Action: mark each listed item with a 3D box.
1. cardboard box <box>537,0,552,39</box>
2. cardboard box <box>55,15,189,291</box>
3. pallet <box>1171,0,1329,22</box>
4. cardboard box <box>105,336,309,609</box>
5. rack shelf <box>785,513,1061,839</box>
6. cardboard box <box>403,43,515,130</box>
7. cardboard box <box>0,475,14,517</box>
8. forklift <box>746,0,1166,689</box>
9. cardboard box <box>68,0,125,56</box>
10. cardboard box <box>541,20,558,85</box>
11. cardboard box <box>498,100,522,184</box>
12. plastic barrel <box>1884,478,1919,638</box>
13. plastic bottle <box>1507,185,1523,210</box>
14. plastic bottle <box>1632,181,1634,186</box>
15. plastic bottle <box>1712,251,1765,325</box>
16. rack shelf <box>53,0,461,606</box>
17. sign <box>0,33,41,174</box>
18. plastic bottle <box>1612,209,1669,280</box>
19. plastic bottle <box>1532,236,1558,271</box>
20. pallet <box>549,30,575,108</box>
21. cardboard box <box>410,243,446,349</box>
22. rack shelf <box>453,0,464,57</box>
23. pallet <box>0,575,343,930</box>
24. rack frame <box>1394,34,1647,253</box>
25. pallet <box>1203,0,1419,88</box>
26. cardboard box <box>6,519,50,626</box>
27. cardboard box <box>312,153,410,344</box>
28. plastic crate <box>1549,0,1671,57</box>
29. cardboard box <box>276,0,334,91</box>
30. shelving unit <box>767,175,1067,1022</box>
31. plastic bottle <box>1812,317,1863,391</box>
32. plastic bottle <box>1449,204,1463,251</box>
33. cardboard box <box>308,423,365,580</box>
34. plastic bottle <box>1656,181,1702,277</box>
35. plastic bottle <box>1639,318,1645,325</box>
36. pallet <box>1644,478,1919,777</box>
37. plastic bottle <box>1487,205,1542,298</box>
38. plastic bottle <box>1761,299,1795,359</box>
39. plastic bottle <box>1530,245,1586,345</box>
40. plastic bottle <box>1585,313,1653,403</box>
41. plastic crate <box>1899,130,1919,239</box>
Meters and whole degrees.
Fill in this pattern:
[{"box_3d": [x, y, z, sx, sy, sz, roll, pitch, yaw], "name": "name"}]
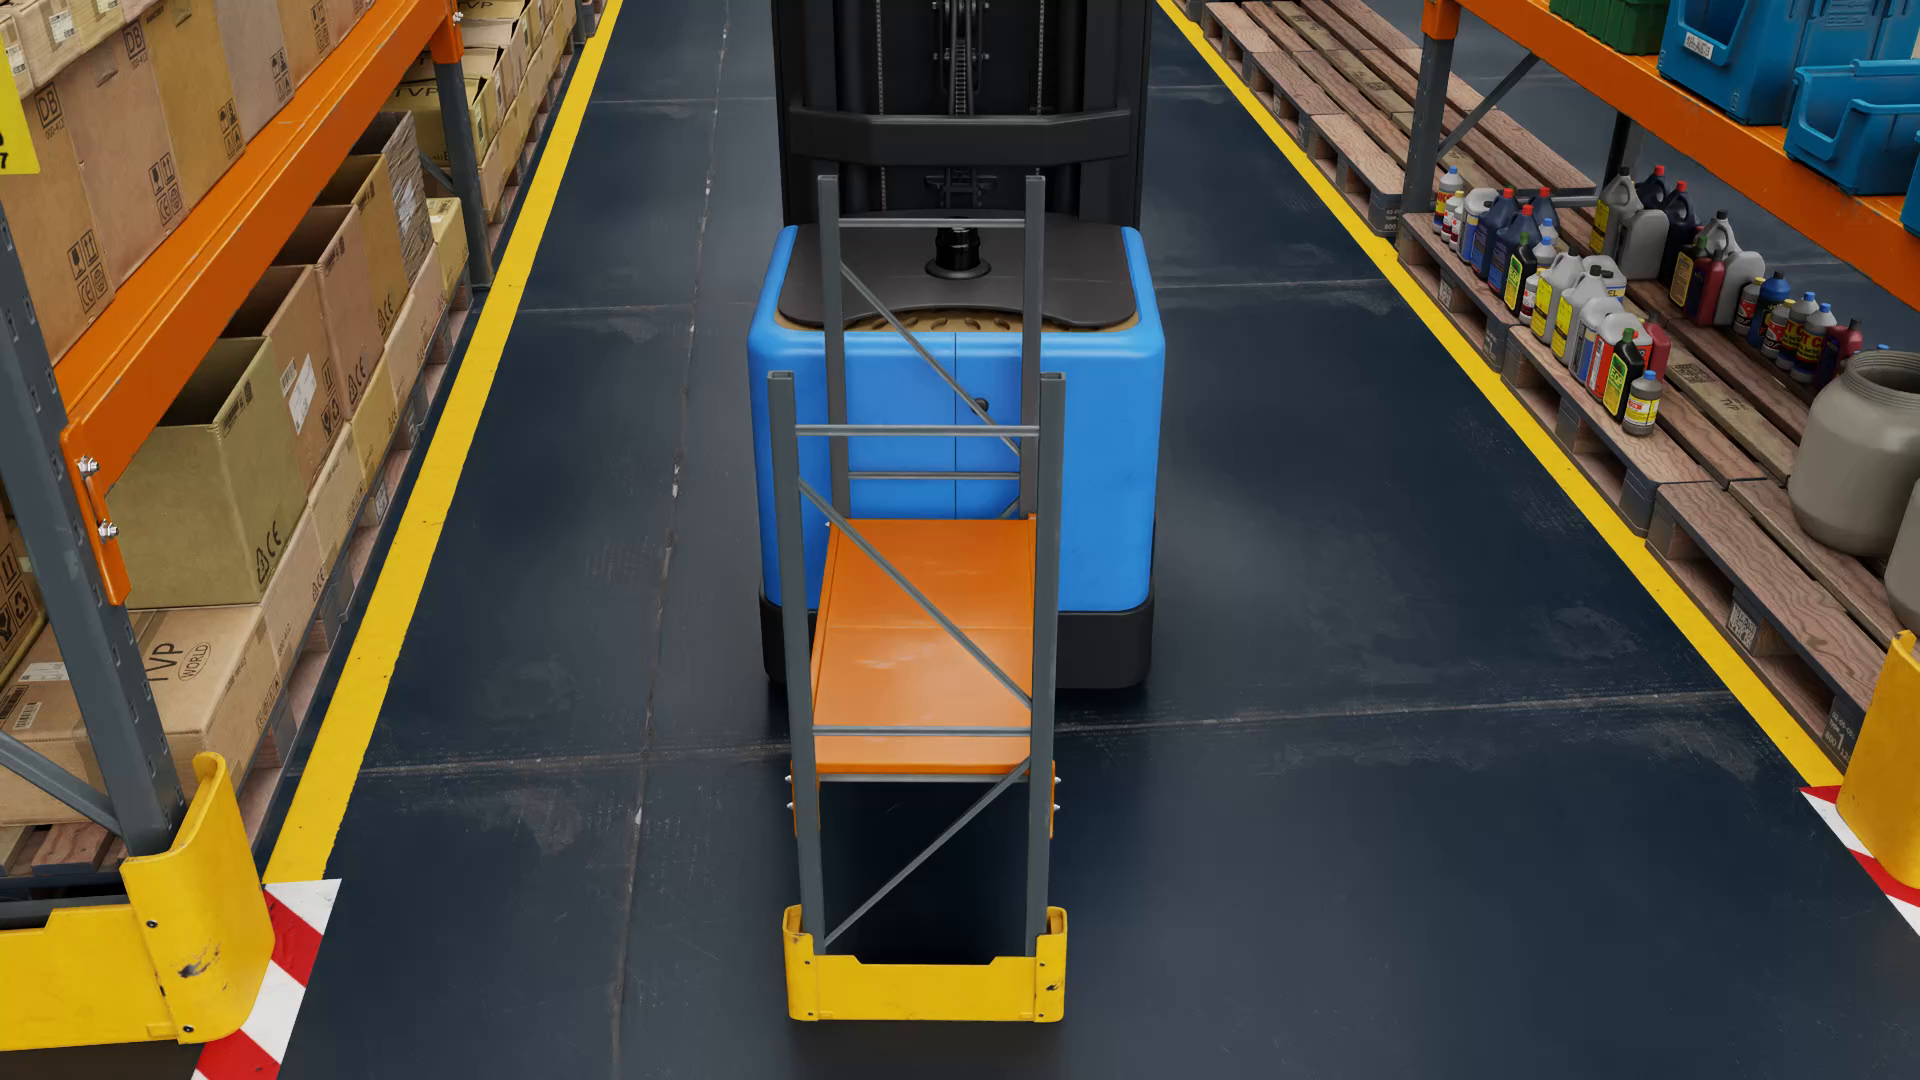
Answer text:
[{"box_3d": [-2.466, -2.857, 8.834, 0.500, 0.311, 0.500, -3, 31, -5], "name": "cardboard box"}, {"box_3d": [-2.197, -0.861, 3.668, 0.700, 0.500, 0.500, -2, 31, -3], "name": "cardboard box"}, {"box_3d": [1.957, -3.834, 11.463, 1.003, 0.211, 1.213, -3, 31, -5], "name": "pallet"}, {"box_3d": [-1.989, -0.172, 4.154, 0.500, 0.500, 0.500, -3, 31, -5], "name": "cardboard box"}, {"box_3d": [-0.068, 0.262, 3.700, 0.538, 0.185, 1.000, 0, 31, 0], "name": "rack shelf"}, {"box_3d": [-2.318, -2.072, 7.519, 0.500, 0.311, 0.500, -3, 31, -5], "name": "cardboard box"}, {"box_3d": [-2.567, -0.402, 4.538, 0.500, 0.500, 0.500, -3, 31, -5], "name": "cardboard box"}, {"box_3d": [0.008, -1.577, 5.033, 1.130, 2.935, 3.031, 0, 31, 1], "name": "forklift"}, {"box_3d": [-1.984, -1.105, 3.445, 0.380, 0.149, 0.250, -3, 31, -4], "name": "cardboard box"}, {"box_3d": [-2.472, -2.618, 8.980, 0.500, 0.250, 0.500, -2, 31, -3], "name": "cardboard box"}, {"box_3d": [-2.323, -1.832, 7.663, 0.500, 0.250, 0.500, -2, 31, -3], "name": "cardboard box"}, {"box_3d": [2.682, 0.009, 4.326, 0.421, 0.512, 0.421, 0, 31, 0], "name": "plastic barrel"}, {"box_3d": [2.203, -1.269, 6.670, 0.061, 0.283, 0.133, -3, 31, -5], "name": "plastic bottle"}, {"box_3d": [2.790, -1.406, 6.978, 0.097, 0.201, 0.097, 0, 31, 0], "name": "plastic bottle"}, {"box_3d": [2.853, -0.947, 6.137, 0.152, 0.276, 0.135, -2, 31, -4], "name": "plastic bottle"}, {"box_3d": [-2.299, -1.023, 4.739, 1.077, 0.370, 4.000, -3, 31, -5], "name": "rack shelf"}, {"box_3d": [-1.559, -0.740, 2.642, 0.100, 0.325, 0.005, -3, 31, -5], "name": "sign"}, {"box_3d": [2.666, -1.175, 6.519, 0.152, 0.276, 0.135, -3, 31, -5], "name": "plastic bottle"}, {"box_3d": [2.177, -1.004, 6.238, 0.097, 0.271, 0.097, 0, 31, 0], "name": "plastic bottle"}, {"box_3d": [-2.822, -2.776, 9.692, 1.003, 0.211, 1.213, -3, 31, -5], "name": "pallet"}, {"box_3d": [-2.188, -0.871, 6.055, 0.500, 0.250, 0.500, -3, 31, -5], "name": "cardboard box"}, {"box_3d": [-2.673, -3.065, 8.158, 1.077, 0.370, 4.000, -3, 31, -5], "name": "rack shelf"}, {"box_3d": [-2.225, 0.498, 4.211, 1.003, 0.211, 1.213, -3, 31, -5], "name": "pallet"}, {"box_3d": [2.446, -2.588, 6.658, 1.000, 3.000, 0.127, -3, 31, -5], "name": "rack frame"}, {"box_3d": [2.106, -3.036, 10.127, 1.003, 0.211, 1.213, -3, 31, -5], "name": "pallet"}, {"box_3d": [-2.515, 0.175, 4.304, 0.500, 0.250, 0.500, -3, 31, -5], "name": "cardboard box"}, {"box_3d": [-2.139, -0.938, 5.435, 0.500, 0.500, 0.500, -3, 31, -5], "name": "cardboard box"}, {"box_3d": [2.292, -1.791, 5.530, 0.450, 0.188, 0.662, -3, 31, -5], "name": "plastic crate"}, {"box_3d": [-2.339, -1.644, 4.980, 0.700, 0.500, 0.500, -2, 31, -4], "name": "cardboard box"}, {"box_3d": [-0.068, 0.102, 3.616, 0.587, 1.500, 1.083, 0, 31, 0], "name": "shelving unit"}, {"box_3d": [2.958, -0.626, 5.593, 0.061, 0.283, 0.133, -2, 31, -4], "name": "plastic bottle"}, {"box_3d": [2.058, -1.288, 6.782, 0.097, 0.201, 0.097, 0, 31, 0], "name": "plastic bottle"}, {"box_3d": [-2.037, -0.106, 4.773, 0.500, 0.250, 0.500, -3, 31, -5], "name": "cardboard box"}, {"box_3d": [2.811, -1.227, 6.534, 0.144, 0.351, 0.185, -4, 31, -7], "name": "plastic bottle"}, {"box_3d": [2.325, -0.667, 5.741, 0.097, 0.201, 0.097, 0, 31, 0], "name": "plastic bottle"}, {"box_3d": [2.695, 0.199, 4.710, 1.003, 0.211, 1.213, -3, 31, -5], "name": "pallet"}, {"box_3d": [2.126, -1.112, 6.340, 0.144, 0.351, 0.185, -4, 31, -7], "name": "plastic bottle"}, {"box_3d": [2.910, -0.751, 5.882, 0.097, 0.201, 0.097, 0, 31, 0], "name": "plastic bottle"}, {"box_3d": [2.166, -0.895, 5.977, 0.144, 0.351, 0.185, -3, 31, -5], "name": "plastic bottle"}, {"box_3d": [2.216, -0.612, 5.577, 0.152, 0.276, 0.135, -3, 31, -4], "name": "plastic bottle"}, {"box_3d": [2.475, -0.724, 3.681, 0.499, 0.251, 0.616, -3, 31, -5], "name": "plastic crate"}]
